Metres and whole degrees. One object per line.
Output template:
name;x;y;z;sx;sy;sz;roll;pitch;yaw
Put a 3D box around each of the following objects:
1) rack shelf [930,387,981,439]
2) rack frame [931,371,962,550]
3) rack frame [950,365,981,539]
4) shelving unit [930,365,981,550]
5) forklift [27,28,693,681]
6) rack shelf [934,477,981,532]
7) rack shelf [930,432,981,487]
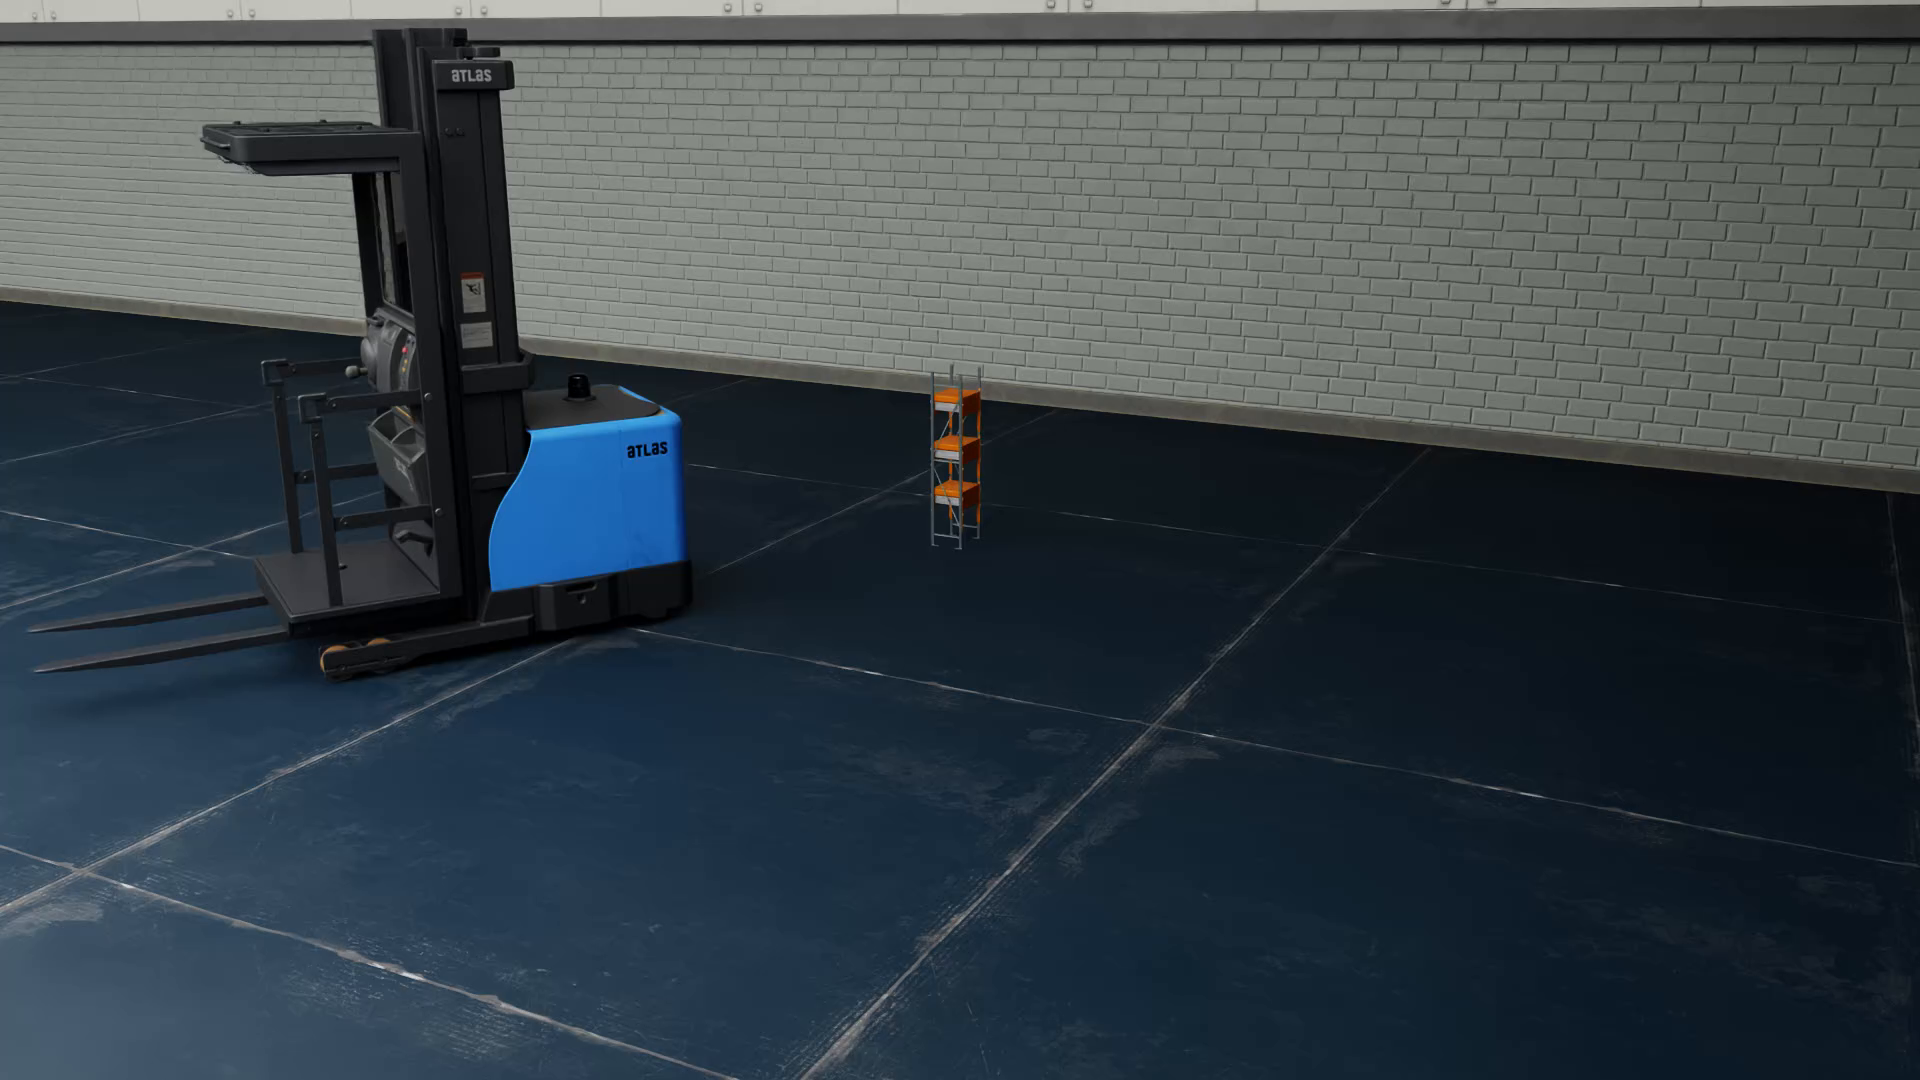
rack shelf;-0.024;-0.752;9.751;0.215;0.259;0.240;8;18;25
rack frame;-0.078;-0.459;9.724;0.200;1.050;0.008;8;18;25
rack frame;0.031;-0.521;9.934;0.200;1.050;0.008;8;18;25
shelving unit;-0.024;-0.490;9.829;0.215;1.050;0.252;8;18;25
forklift;-2.927;-0.914;7.954;3.031;2.935;1.130;-10;19;-29
rack shelf;-0.024;-0.213;9.911;0.215;0.259;0.240;8;18;25
rack shelf;-0.024;-0.479;9.832;0.215;0.259;0.240;8;18;25
